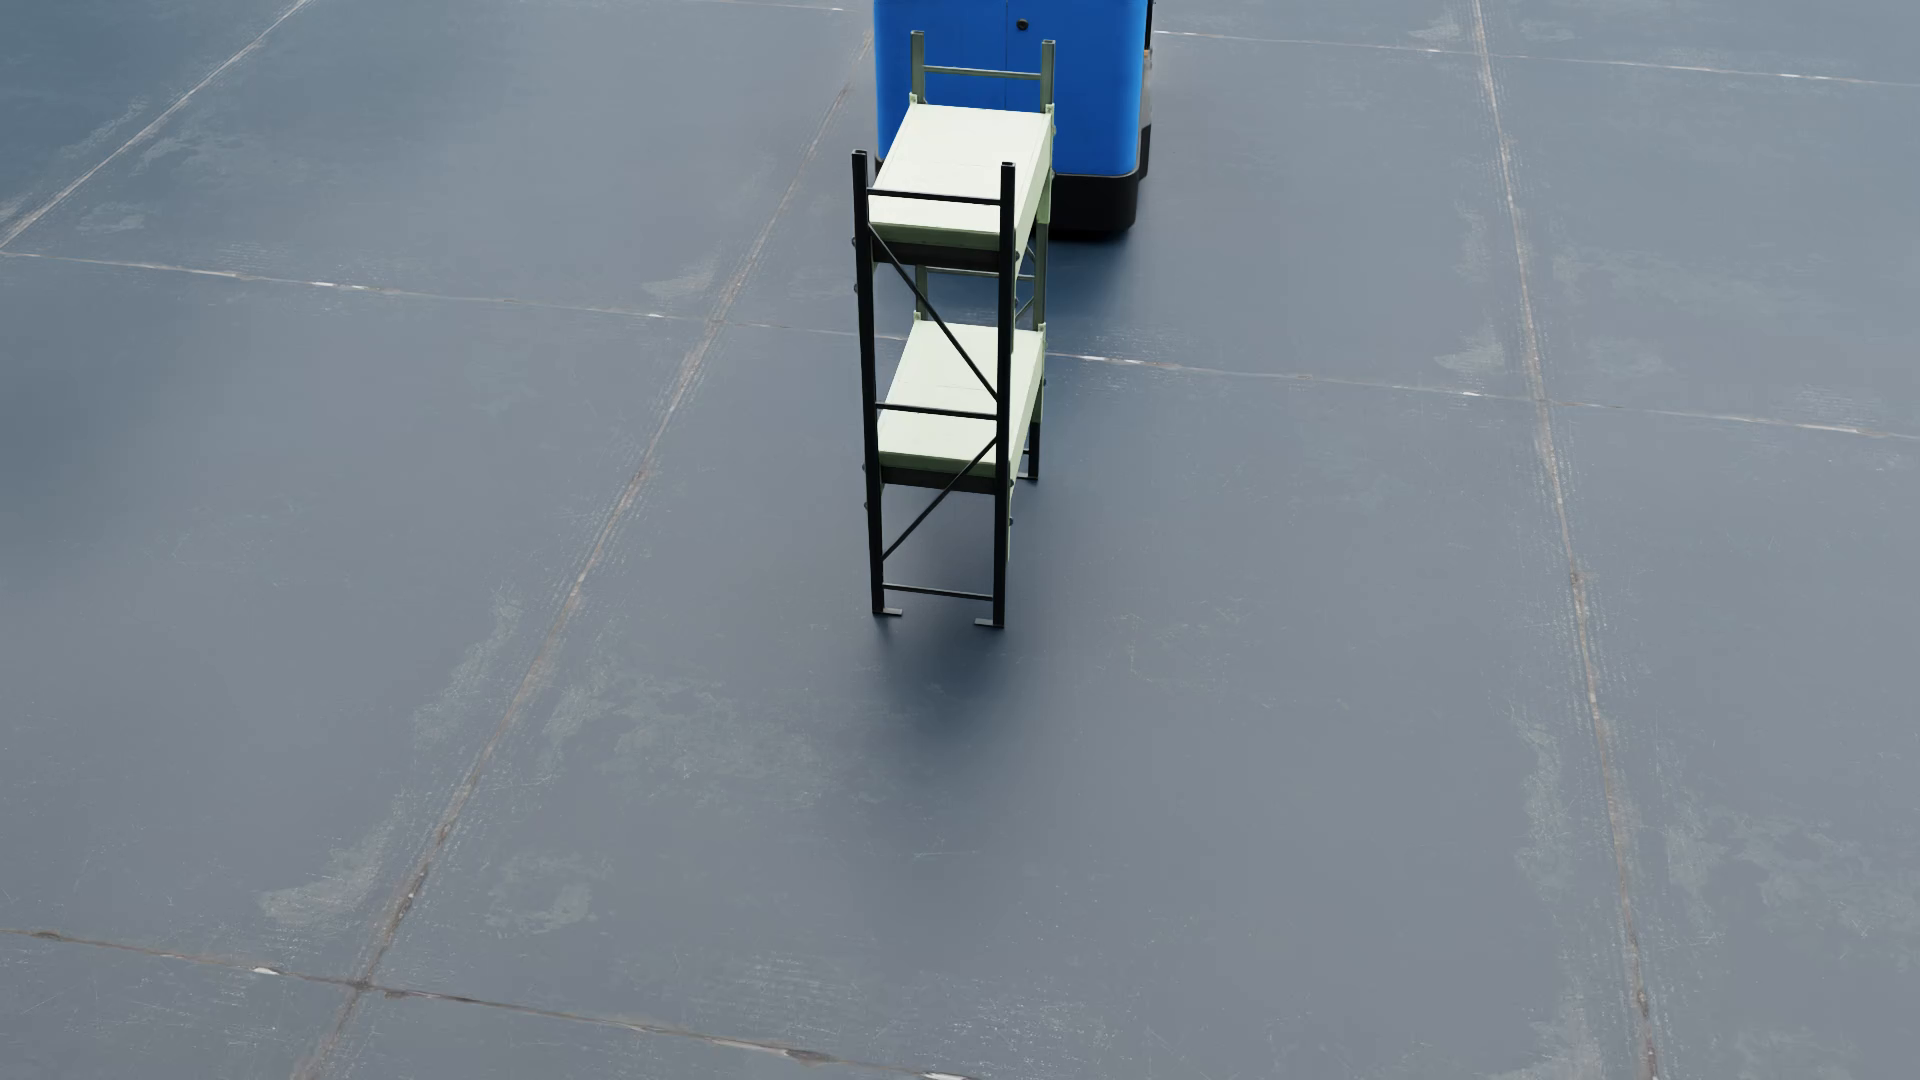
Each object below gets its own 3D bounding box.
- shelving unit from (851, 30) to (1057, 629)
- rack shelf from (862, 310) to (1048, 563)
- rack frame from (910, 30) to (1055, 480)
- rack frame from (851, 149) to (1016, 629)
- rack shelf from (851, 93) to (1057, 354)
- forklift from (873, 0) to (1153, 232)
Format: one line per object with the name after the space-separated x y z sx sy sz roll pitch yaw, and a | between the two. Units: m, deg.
-0.001 -0.574 4.767 0.431 1.500 0.755 6 40 8 | shelving unit
-0.001 -0.323 4.975 0.431 0.370 0.720 6 40 8 | rack shelf
0.062 -0.804 5.045 0.400 1.500 0.023 6 40 8 | rack frame
-0.064 -0.344 4.489 0.400 1.500 0.023 6 40 8 | rack frame
-0.001 -0.875 4.518 0.431 0.370 0.720 6 40 8 | rack shelf
0.337 -3.289 6.928 1.130 2.935 3.031 4 40 5 | forklift
